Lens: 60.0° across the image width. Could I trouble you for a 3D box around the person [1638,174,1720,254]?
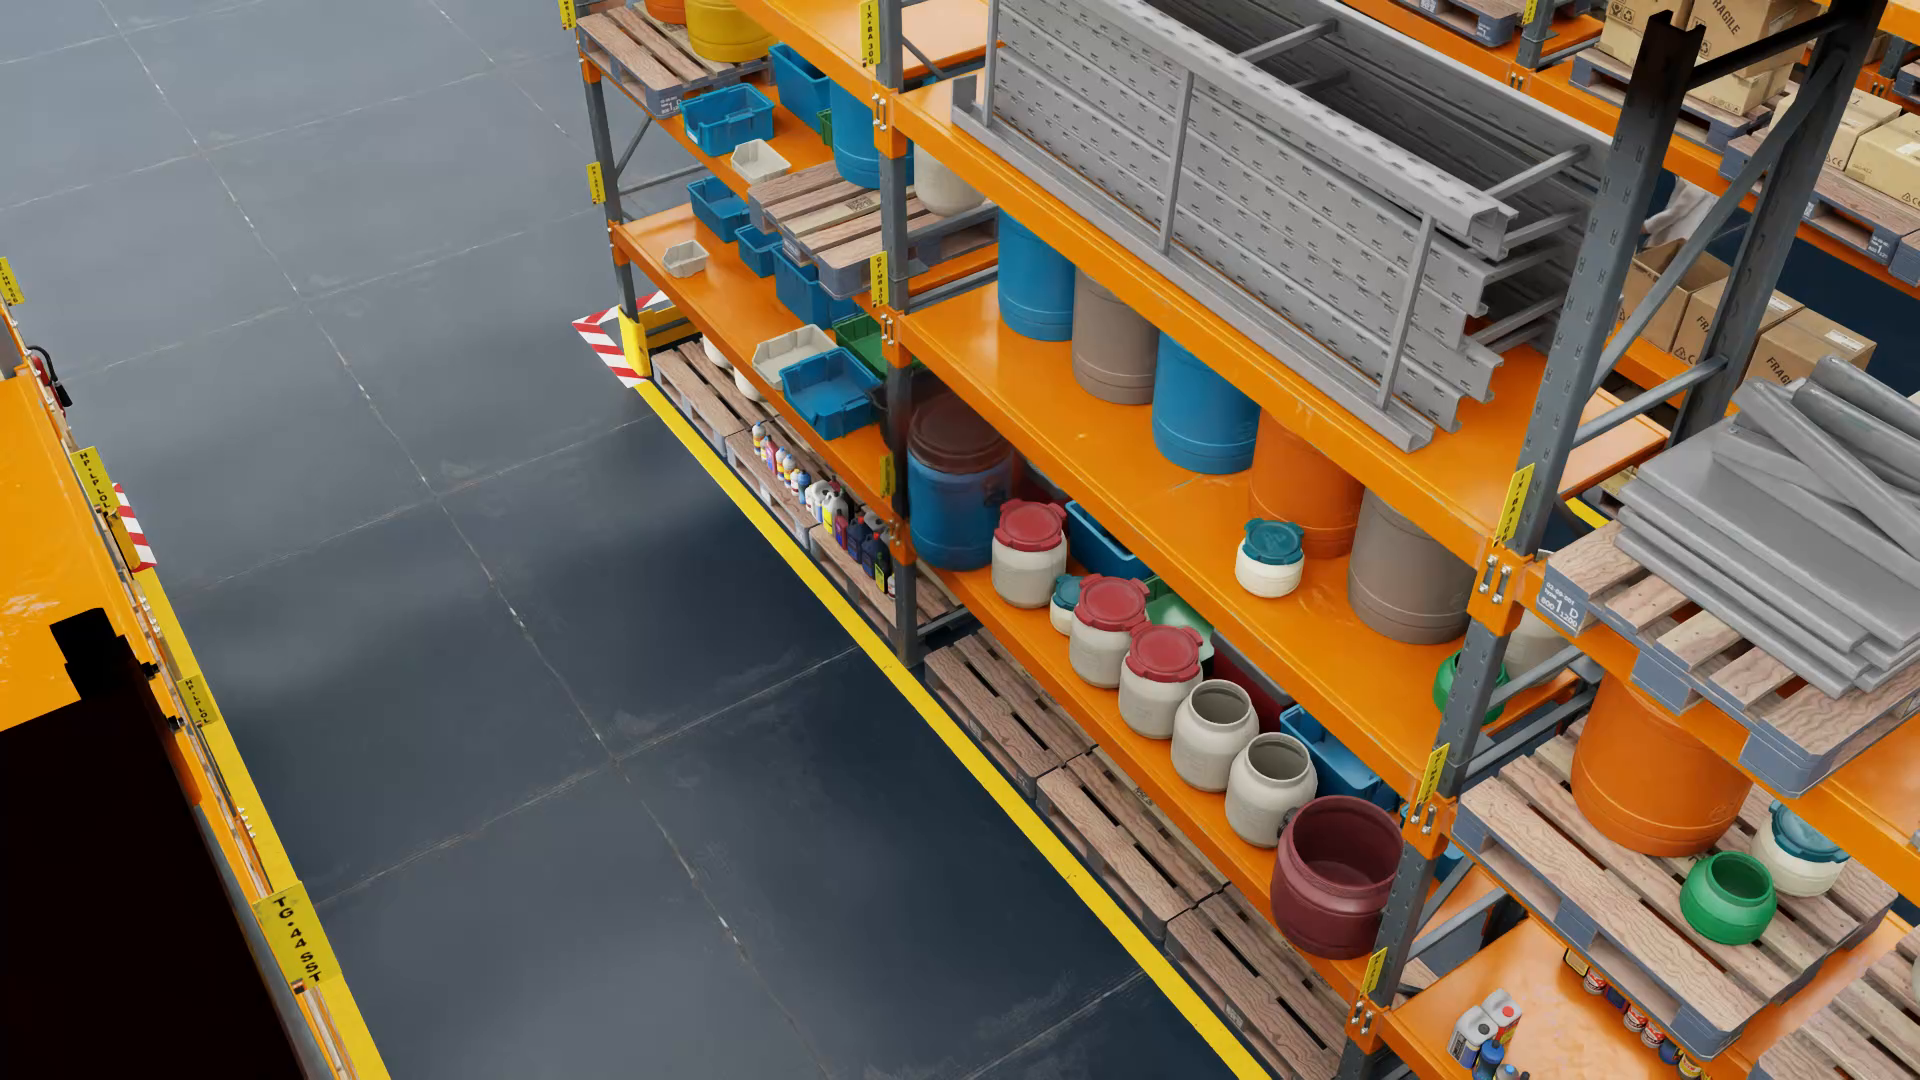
[{"bbox_3d":[5.566,-2.490,13.179,0.731,1.804,0.609,31,51,29],"label":"person"}]
